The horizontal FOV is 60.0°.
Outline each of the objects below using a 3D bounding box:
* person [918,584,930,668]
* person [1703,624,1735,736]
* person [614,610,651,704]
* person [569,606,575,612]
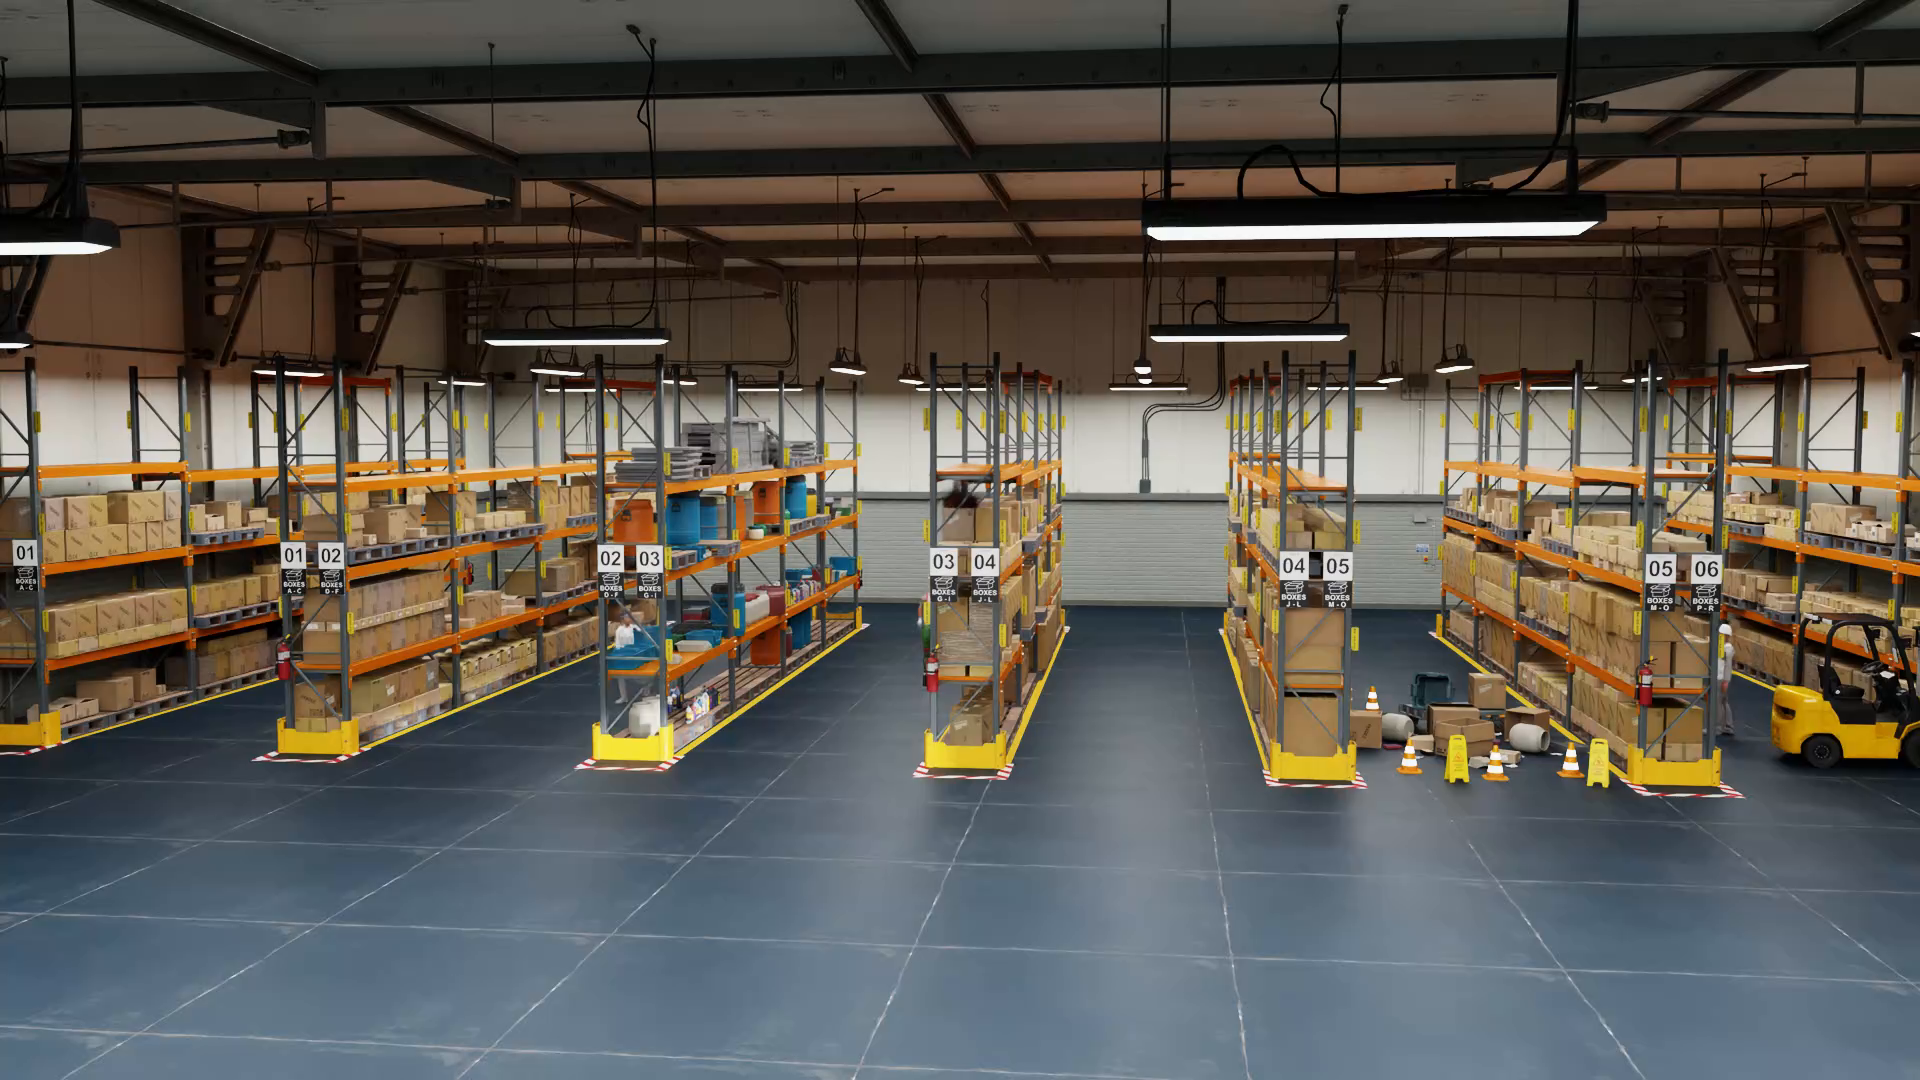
[{"bbox_3d":[-0.571,1.740,34.294,0.657,1.813,0.877,1,4,10],"label":"person"},{"bbox_3d":[12.208,2.236,26.705,0.441,1.775,0.563,3,5,32],"label":"person"},{"bbox_3d":[-5.896,2.061,29.740,0.506,1.652,0.769,2,4,23],"label":"person"},{"bbox_3d":[-10.073,1.089,42.675,0.503,1.756,0.908,0,4,3],"label":"person"}]
